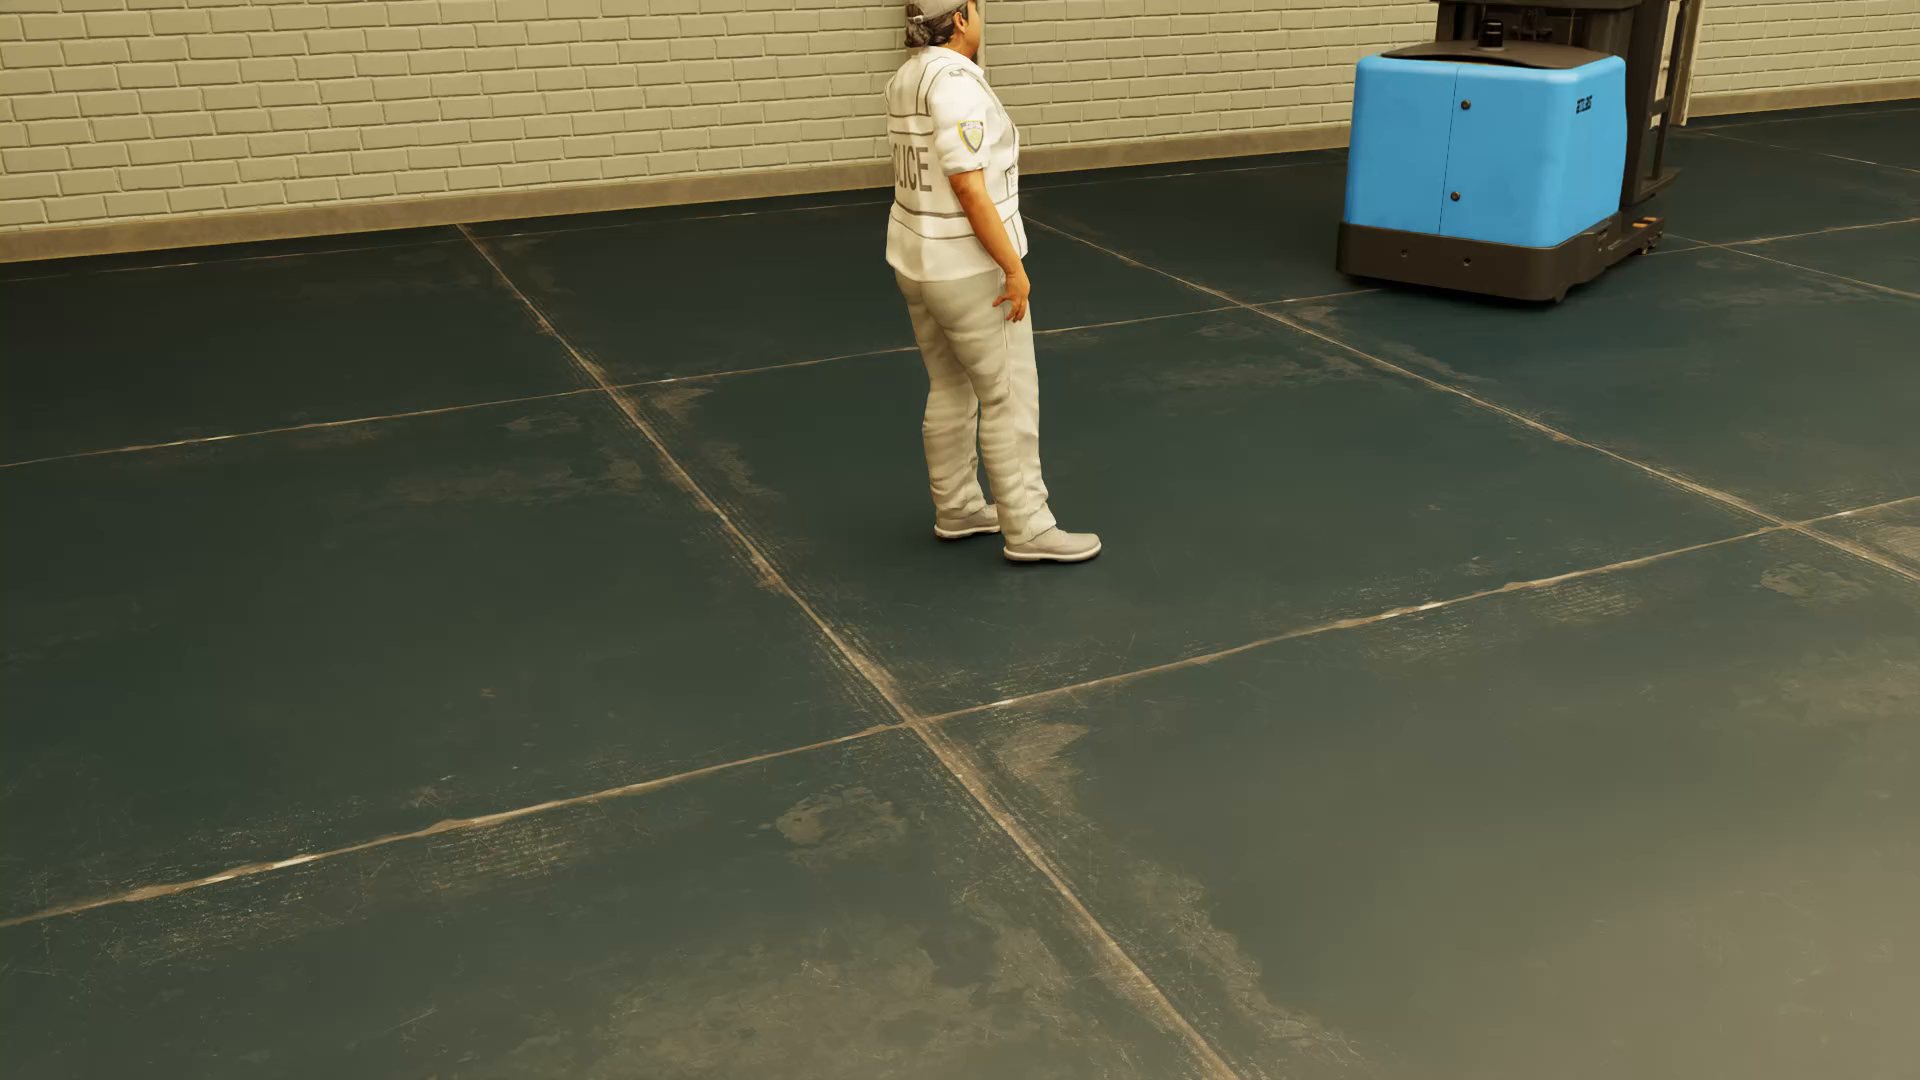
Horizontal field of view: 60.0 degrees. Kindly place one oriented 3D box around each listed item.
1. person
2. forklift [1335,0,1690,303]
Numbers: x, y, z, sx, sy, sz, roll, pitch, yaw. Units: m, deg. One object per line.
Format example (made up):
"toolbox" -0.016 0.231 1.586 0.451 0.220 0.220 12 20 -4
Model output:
"person" 0.079 -0.781 4.795 0.529 1.670 0.598 -10 25 -23
"forklift" 3.095 -2.942 8.367 1.130 2.935 3.031 16 27 33
